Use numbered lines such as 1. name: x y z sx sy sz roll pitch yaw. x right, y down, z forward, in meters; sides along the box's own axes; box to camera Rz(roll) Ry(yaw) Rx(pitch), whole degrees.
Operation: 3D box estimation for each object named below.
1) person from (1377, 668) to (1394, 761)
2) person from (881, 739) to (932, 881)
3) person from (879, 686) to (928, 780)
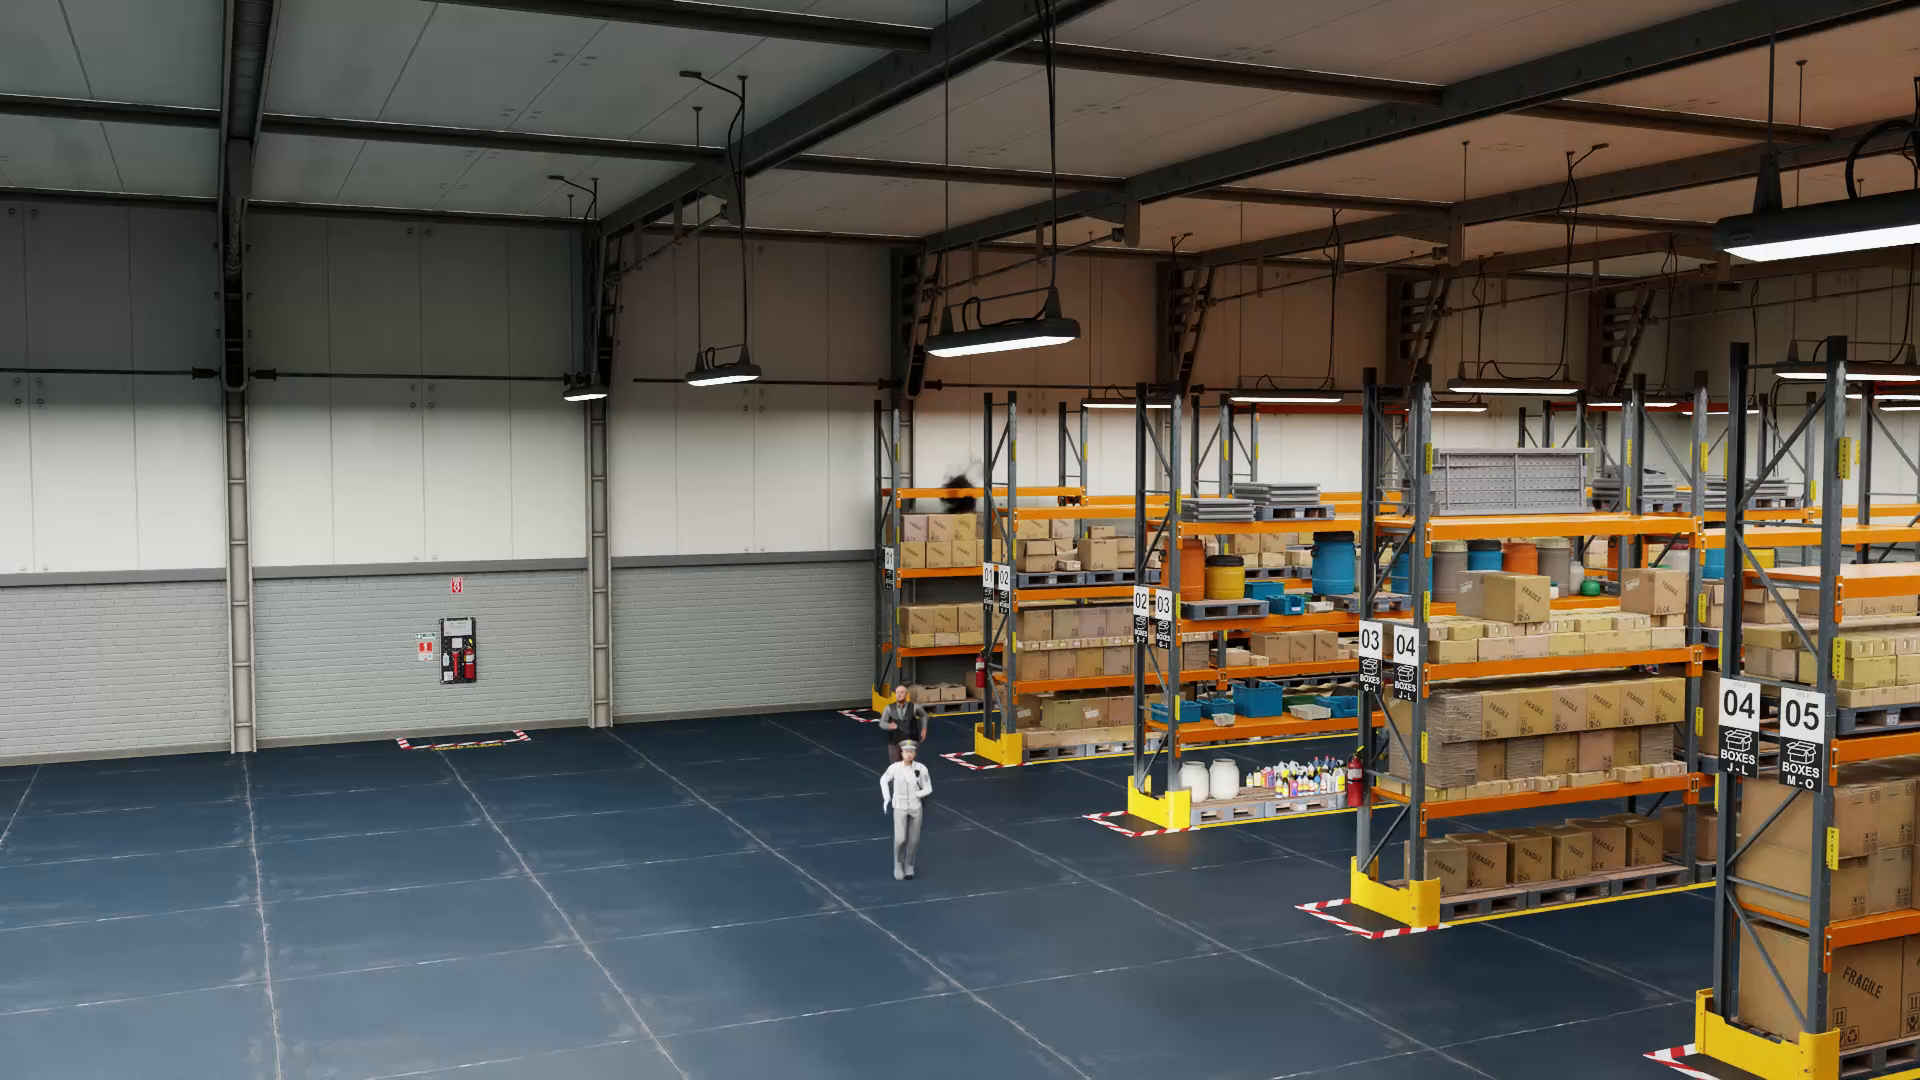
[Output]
1. person: 7.050 2.722 27.145 0.801 1.739 0.700 -3 4 -38
2. person: -0.621 3.178 19.563 0.593 1.677 0.638 0 3 -7
3. person: -0.819 2.914 23.527 0.665 1.692 1.025 0 3 6
